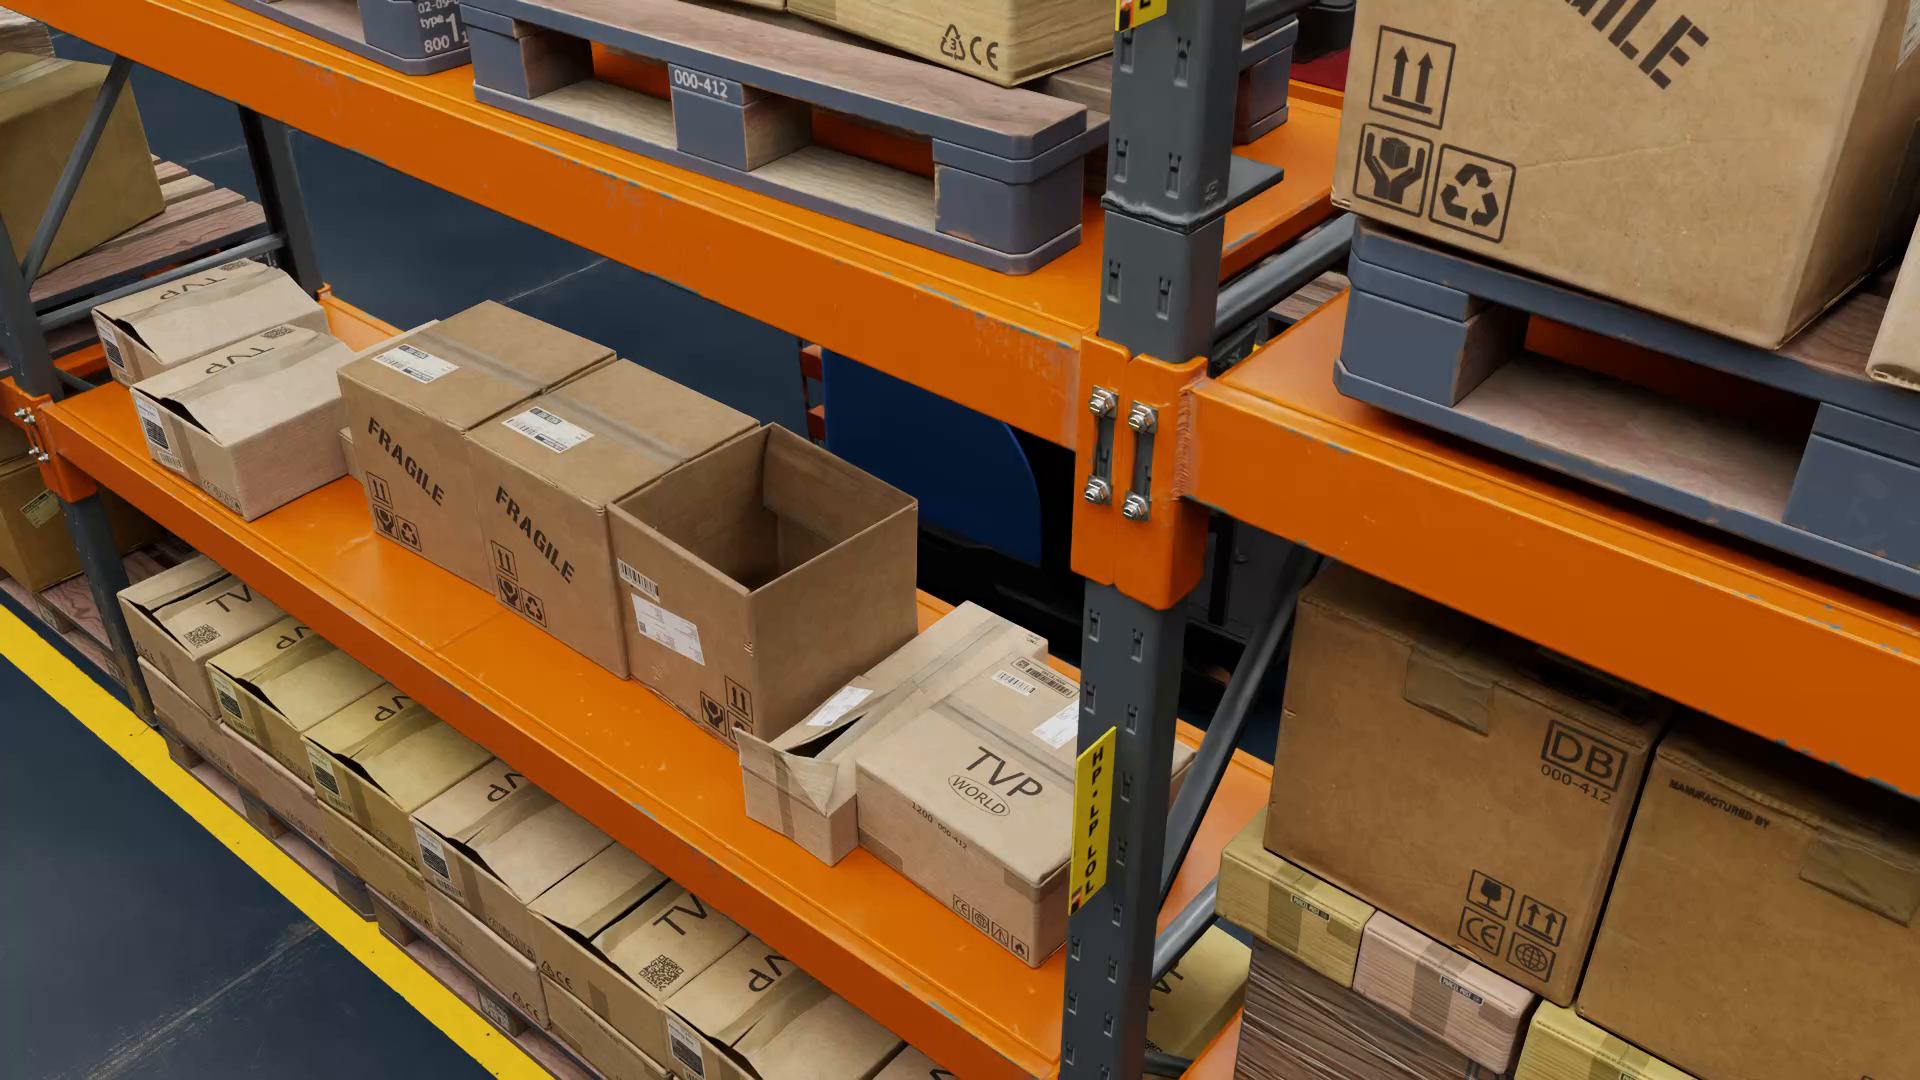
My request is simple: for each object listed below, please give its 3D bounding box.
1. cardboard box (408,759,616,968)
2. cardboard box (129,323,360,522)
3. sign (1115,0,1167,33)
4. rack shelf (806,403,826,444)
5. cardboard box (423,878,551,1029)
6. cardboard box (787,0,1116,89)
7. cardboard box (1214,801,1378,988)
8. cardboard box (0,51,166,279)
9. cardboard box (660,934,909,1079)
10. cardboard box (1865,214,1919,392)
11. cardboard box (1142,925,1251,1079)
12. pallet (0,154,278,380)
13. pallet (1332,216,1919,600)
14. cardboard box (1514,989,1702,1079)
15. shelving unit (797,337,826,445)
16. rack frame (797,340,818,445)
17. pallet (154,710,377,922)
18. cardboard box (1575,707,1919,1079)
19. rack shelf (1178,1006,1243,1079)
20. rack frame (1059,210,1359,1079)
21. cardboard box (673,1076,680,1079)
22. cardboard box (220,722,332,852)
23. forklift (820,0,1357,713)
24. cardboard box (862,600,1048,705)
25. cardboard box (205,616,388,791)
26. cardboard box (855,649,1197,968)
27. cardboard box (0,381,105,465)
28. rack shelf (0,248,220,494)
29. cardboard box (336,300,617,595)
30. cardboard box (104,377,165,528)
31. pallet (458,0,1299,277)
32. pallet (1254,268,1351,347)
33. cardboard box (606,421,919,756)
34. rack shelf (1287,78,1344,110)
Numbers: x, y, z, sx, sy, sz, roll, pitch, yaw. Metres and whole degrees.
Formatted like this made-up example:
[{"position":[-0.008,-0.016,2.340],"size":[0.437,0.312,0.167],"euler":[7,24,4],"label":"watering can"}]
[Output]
[{"position":[-1.123,0.790,4.512],"size":[0.500,0.311,0.500],"euler":[25,41,31],"label":"cardboard box"},{"position":[-1.969,-0.370,4.718],"size":[0.500,0.311,0.500],"euler":[25,42,31],"label":"cardboard box"},{"position":[0.202,-0.706,1.744],"size":[0.005,0.325,0.100],"euler":[25,42,32],"label":"sign"},{"position":[-0.476,-0.445,6.962],"size":[0.240,0.259,0.215],"euler":[23,41,37],"label":"rack shelf"},{"position":[-1.134,1.016,4.678],"size":[0.500,0.250,0.500],"euler":[26,42,33],"label":"cardboard box"},{"position":[0.074,-0.941,2.583],"size":[0.500,0.250,0.500],"euler":[-29,44,-35],"label":"cardboard box"},{"position":[0.624,0.507,2.701],"size":[0.250,0.149,0.380],"euler":[25,42,32],"label":"cardboard box"},{"position":[-3.089,-1.208,5.400],"size":[0.500,0.500,0.700],"euler":[12,36,17],"label":"cardboard box"},{"position":[-0.357,1.155,3.980],"size":[0.500,0.311,0.500],"euler":[27,42,33],"label":"cardboard box"},{"position":[1.175,-0.304,1.477],"size":[0.500,0.311,0.500],"euler":[23,41,29],"label":"cardboard box"},{"position":[0.383,1.105,4.054],"size":[0.500,0.311,0.500],"euler":[25,42,32],"label":"cardboard box"},{"position":[-3.098,-0.951,5.654],"size":[1.003,0.211,1.213],"euler":[25,42,32],"label":"pallet"},{"position":[1.214,-0.268,1.920],"size":[1.213,0.211,1.003],"euler":[25,42,32],"label":"pallet"},{"position":[1.017,0.691,2.433],"size":[0.250,0.149,0.380],"euler":[24,41,31],"label":"cardboard box"},{"position":[-0.493,-0.691,6.813],"size":[0.252,1.050,0.215],"euler":[23,41,37],"label":"shelving unit"},{"position":[-0.582,-0.729,6.886],"size":[0.008,1.050,0.200],"euler":[23,41,37],"label":"rack frame"},{"position":[-1.925,0.650,5.617],"size":[1.213,0.211,1.003],"euler":[25,42,32],"label":"pallet"},{"position":[1.276,0.398,2.286],"size":[0.500,0.500,0.700],"euler":[25,42,32],"label":"cardboard box"},{"position":[2.079,1.655,2.326],"size":[4.000,0.370,1.077],"euler":[25,42,32],"label":"rack shelf"},{"position":[0.541,0.634,3.177],"size":[0.127,3.000,1.000],"euler":[25,42,32],"label":"rack frame"},{"position":[-0.350,1.386,4.140],"size":[0.500,0.250,0.500],"euler":[25,41,31],"label":"cardboard box"},{"position":[-1.931,0.645,5.220],"size":[0.500,0.250,0.500],"euler":[24,41,31],"label":"cardboard box"},{"position":[0.954,-0.943,5.534],"size":[3.031,2.935,1.130],"euler":[22,40,29],"label":"forklift"},{"position":[-0.009,0.328,3.845],"size":[0.250,0.149,0.380],"euler":[25,42,32],"label":"cardboard box"},{"position":[-1.909,0.418,5.054],"size":[0.500,0.311,0.500],"euler":[24,41,31],"label":"cardboard box"},{"position":[0.135,0.536,3.452],"size":[0.500,0.250,0.500],"euler":[28,43,35],"label":"cardboard box"},{"position":[-3.448,-0.530,6.029],"size":[0.500,0.250,0.500],"euler":[27,43,33],"label":"cardboard box"},{"position":[-4.070,-1.243,6.545],"size":[4.000,0.370,1.077],"euler":[25,42,32],"label":"rack shelf"},{"position":[-1.233,-0.255,4.384],"size":[0.500,0.500,0.500],"euler":[23,41,29],"label":"cardboard box"},{"position":[-3.106,-0.442,6.564],"size":[0.500,0.500,0.500],"euler":[24,41,30],"label":"cardboard box"},{"position":[-0.145,-0.837,2.839],"size":[1.217,0.209,0.805],"euler":[23,41,30],"label":"pallet"},{"position":[2.143,-1.080,8.135],"size":[1.213,0.211,1.003],"euler":[25,42,32],"label":"pallet"},{"position":[-0.443,0.117,3.842],"size":[0.500,0.500,0.500],"euler":[29,44,35],"label":"cardboard box"},{"position":[2.177,-1.948,7.572],"size":[4.000,0.370,1.077],"euler":[25,42,32],"label":"rack shelf"}]
